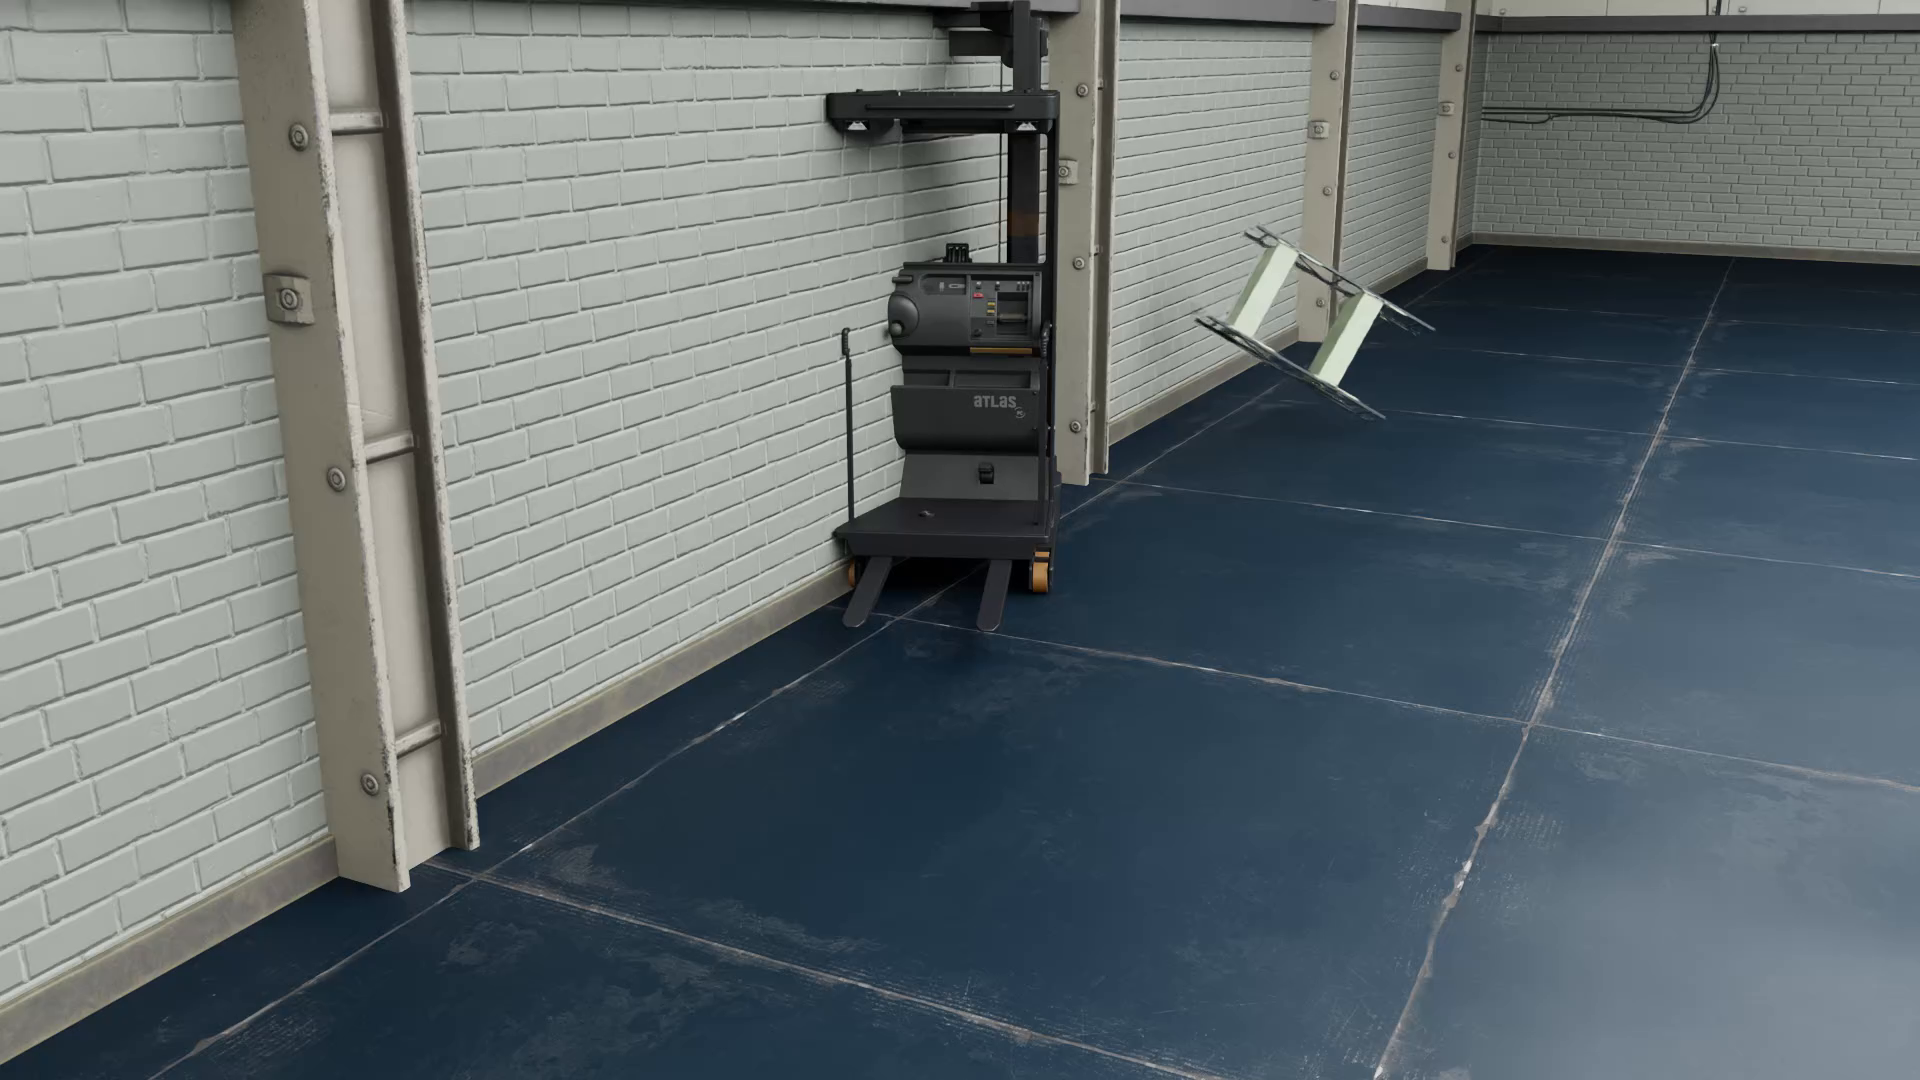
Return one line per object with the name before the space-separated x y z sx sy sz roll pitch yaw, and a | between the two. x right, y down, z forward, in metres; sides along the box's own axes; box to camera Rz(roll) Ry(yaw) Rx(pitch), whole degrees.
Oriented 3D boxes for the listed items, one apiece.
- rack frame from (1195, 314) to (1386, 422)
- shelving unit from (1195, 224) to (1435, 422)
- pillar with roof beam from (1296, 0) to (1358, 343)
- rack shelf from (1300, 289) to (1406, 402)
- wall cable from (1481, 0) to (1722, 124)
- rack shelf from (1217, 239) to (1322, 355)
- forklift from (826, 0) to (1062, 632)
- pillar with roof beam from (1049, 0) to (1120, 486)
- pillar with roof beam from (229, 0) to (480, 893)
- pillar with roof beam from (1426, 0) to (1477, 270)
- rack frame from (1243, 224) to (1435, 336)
rack frame | 2.408 -1.252 12.153 1.500 0.023 0.400 29 0 -5
shelving unit | 2.587 -1.571 12.155 1.500 0.755 0.431 29 0 -5
pillar with roof beam | 7.291 -5.713 12.956 9.100 9.000 0.400 8 18 25
rack shelf | 2.870 -1.412 12.184 0.370 0.720 0.431 29 0 -5
wall cable | 8.620 -6.883 22.347 3.097 2.526 0.112 8 18 25
rack shelf | 2.248 -1.761 12.120 0.370 0.720 0.431 29 0 -5
forklift | -0.054 -1.227 8.507 1.130 2.935 3.031 1 17 5
pillar with roof beam | 4.610 -4.185 7.810 9.100 9.000 0.400 8 18 25
pillar with roof beam | 1.929 -2.657 2.665 9.100 9.000 0.400 8 18 25
pillar with roof beam | 9.972 -7.242 18.101 9.100 9.000 0.400 8 18 25
rack frame | 2.766 -1.890 12.157 1.500 0.023 0.400 29 0 -5
